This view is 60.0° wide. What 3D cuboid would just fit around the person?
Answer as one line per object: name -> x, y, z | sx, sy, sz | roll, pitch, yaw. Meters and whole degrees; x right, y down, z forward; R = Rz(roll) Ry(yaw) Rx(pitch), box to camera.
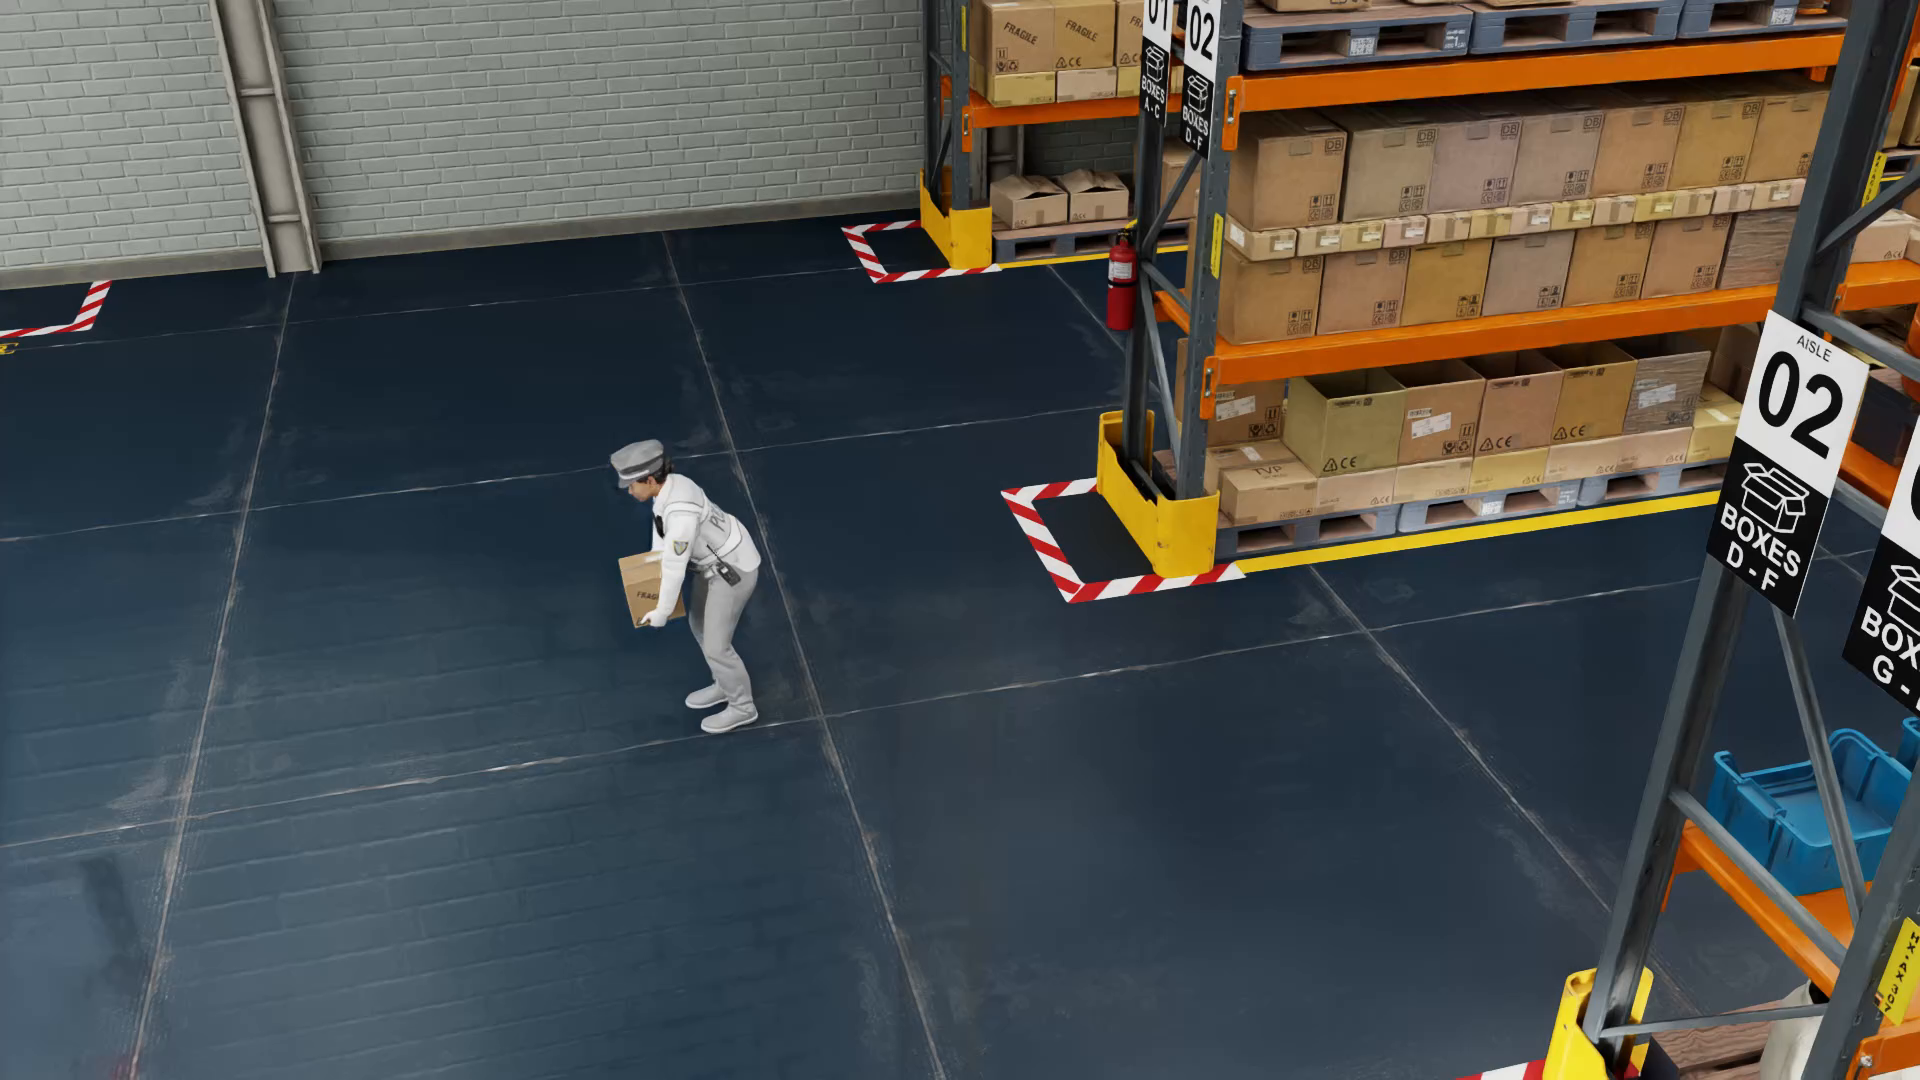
person -> -1.275, 0.218, 7.980 | 0.648, 1.552, 0.410 | -9, 32, -14
